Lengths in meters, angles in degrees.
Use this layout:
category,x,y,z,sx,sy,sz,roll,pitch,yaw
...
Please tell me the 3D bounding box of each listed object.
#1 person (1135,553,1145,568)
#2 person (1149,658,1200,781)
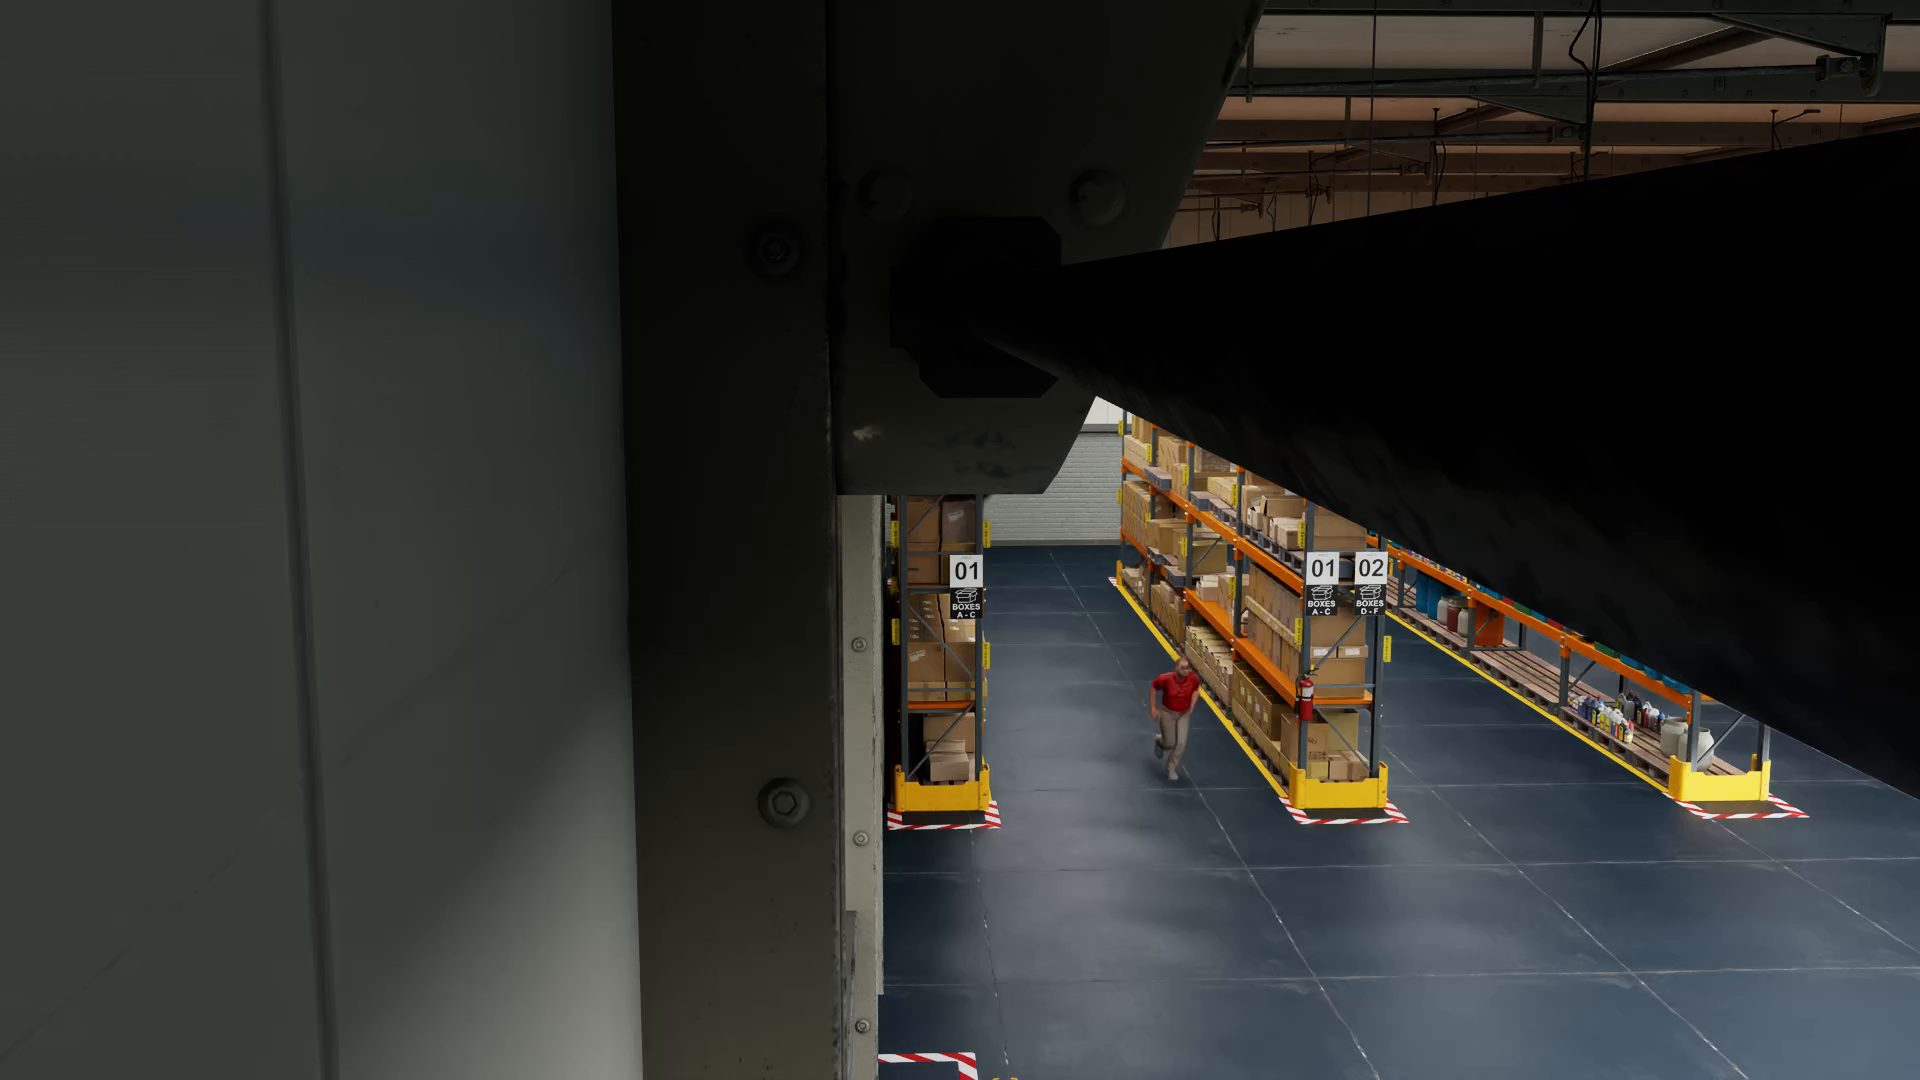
category,x,y,z,sx,sy,sz,roll,pitch,yaw
person,4.420,-0.121,38.083,0.826,1.759,0.660,4,9,25
person,2.807,2.318,21.933,0.658,1.668,0.783,-3,9,-19
